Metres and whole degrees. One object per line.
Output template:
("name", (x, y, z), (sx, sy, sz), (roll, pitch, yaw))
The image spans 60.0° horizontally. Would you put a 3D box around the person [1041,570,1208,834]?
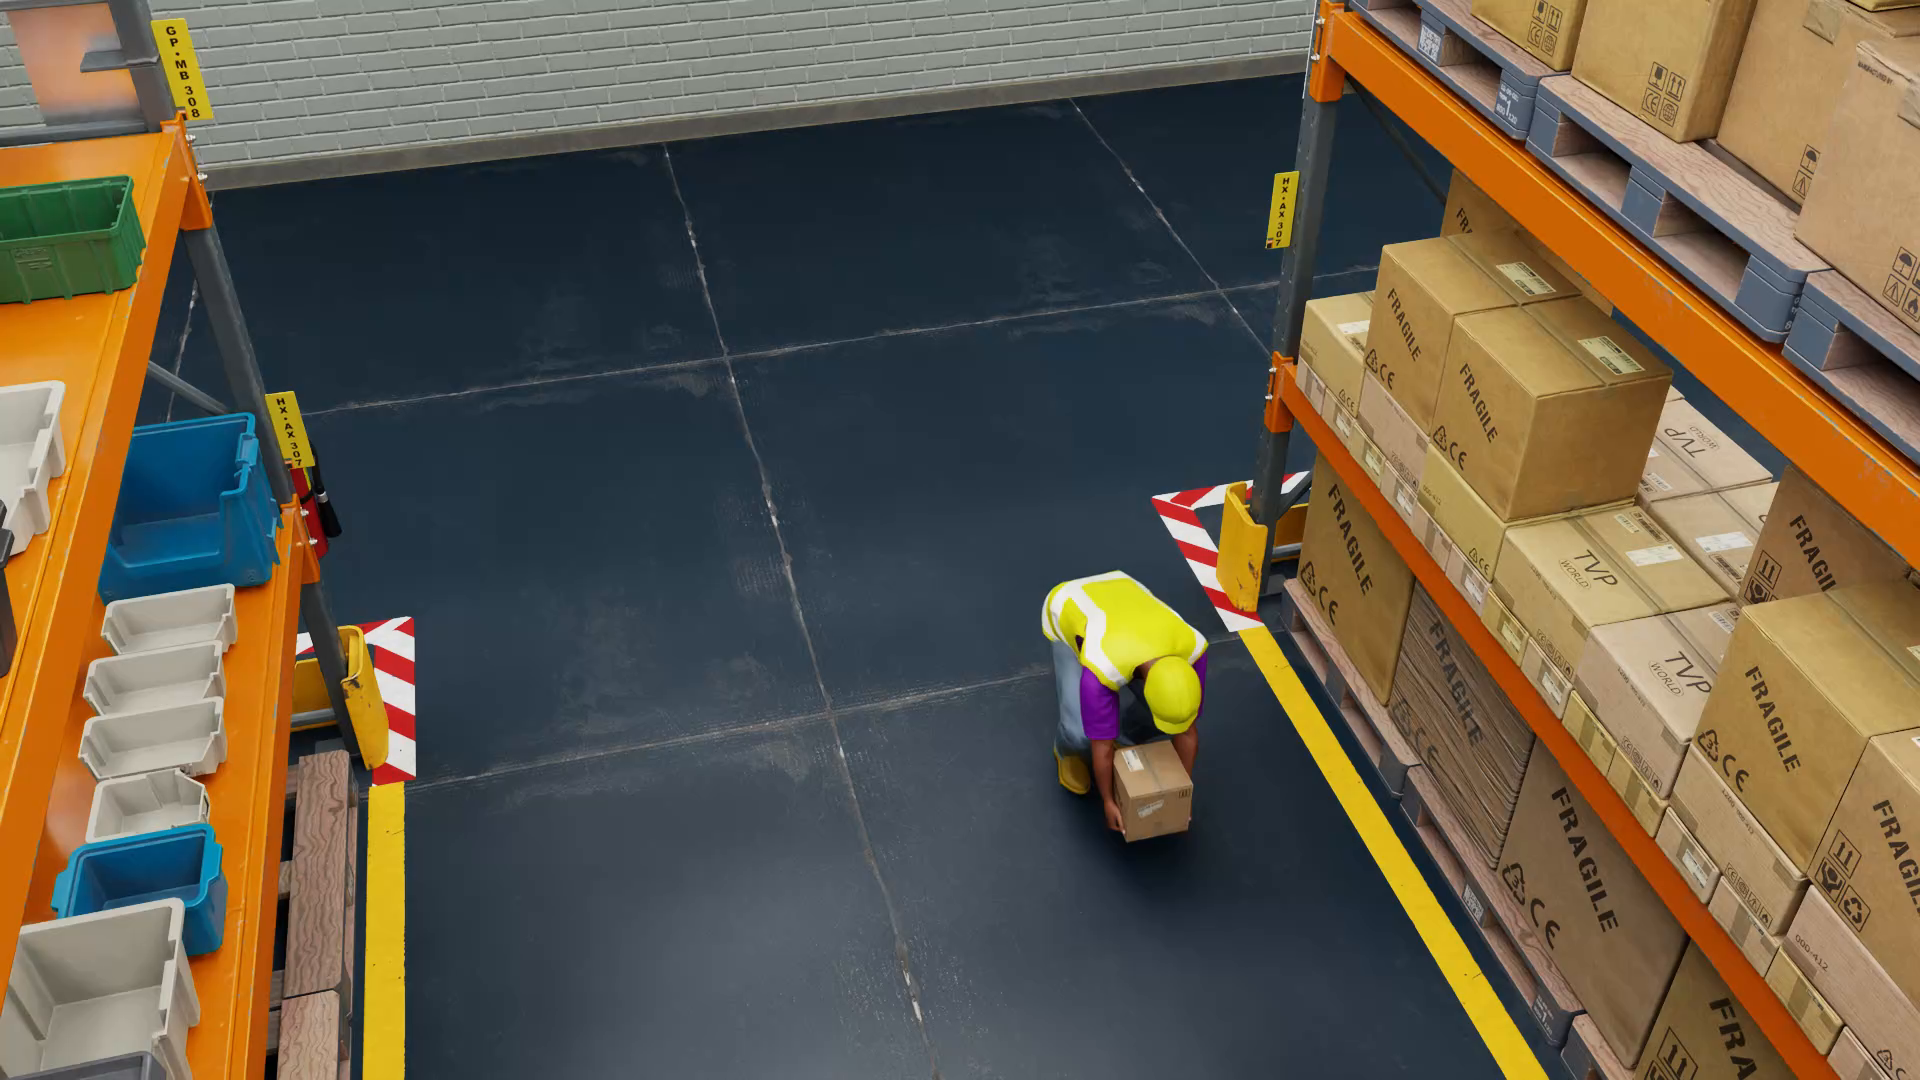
("person", (0.653, 0.632, 6.496), (0.523, 1.016, 0.960), (-11, 39, -14))
